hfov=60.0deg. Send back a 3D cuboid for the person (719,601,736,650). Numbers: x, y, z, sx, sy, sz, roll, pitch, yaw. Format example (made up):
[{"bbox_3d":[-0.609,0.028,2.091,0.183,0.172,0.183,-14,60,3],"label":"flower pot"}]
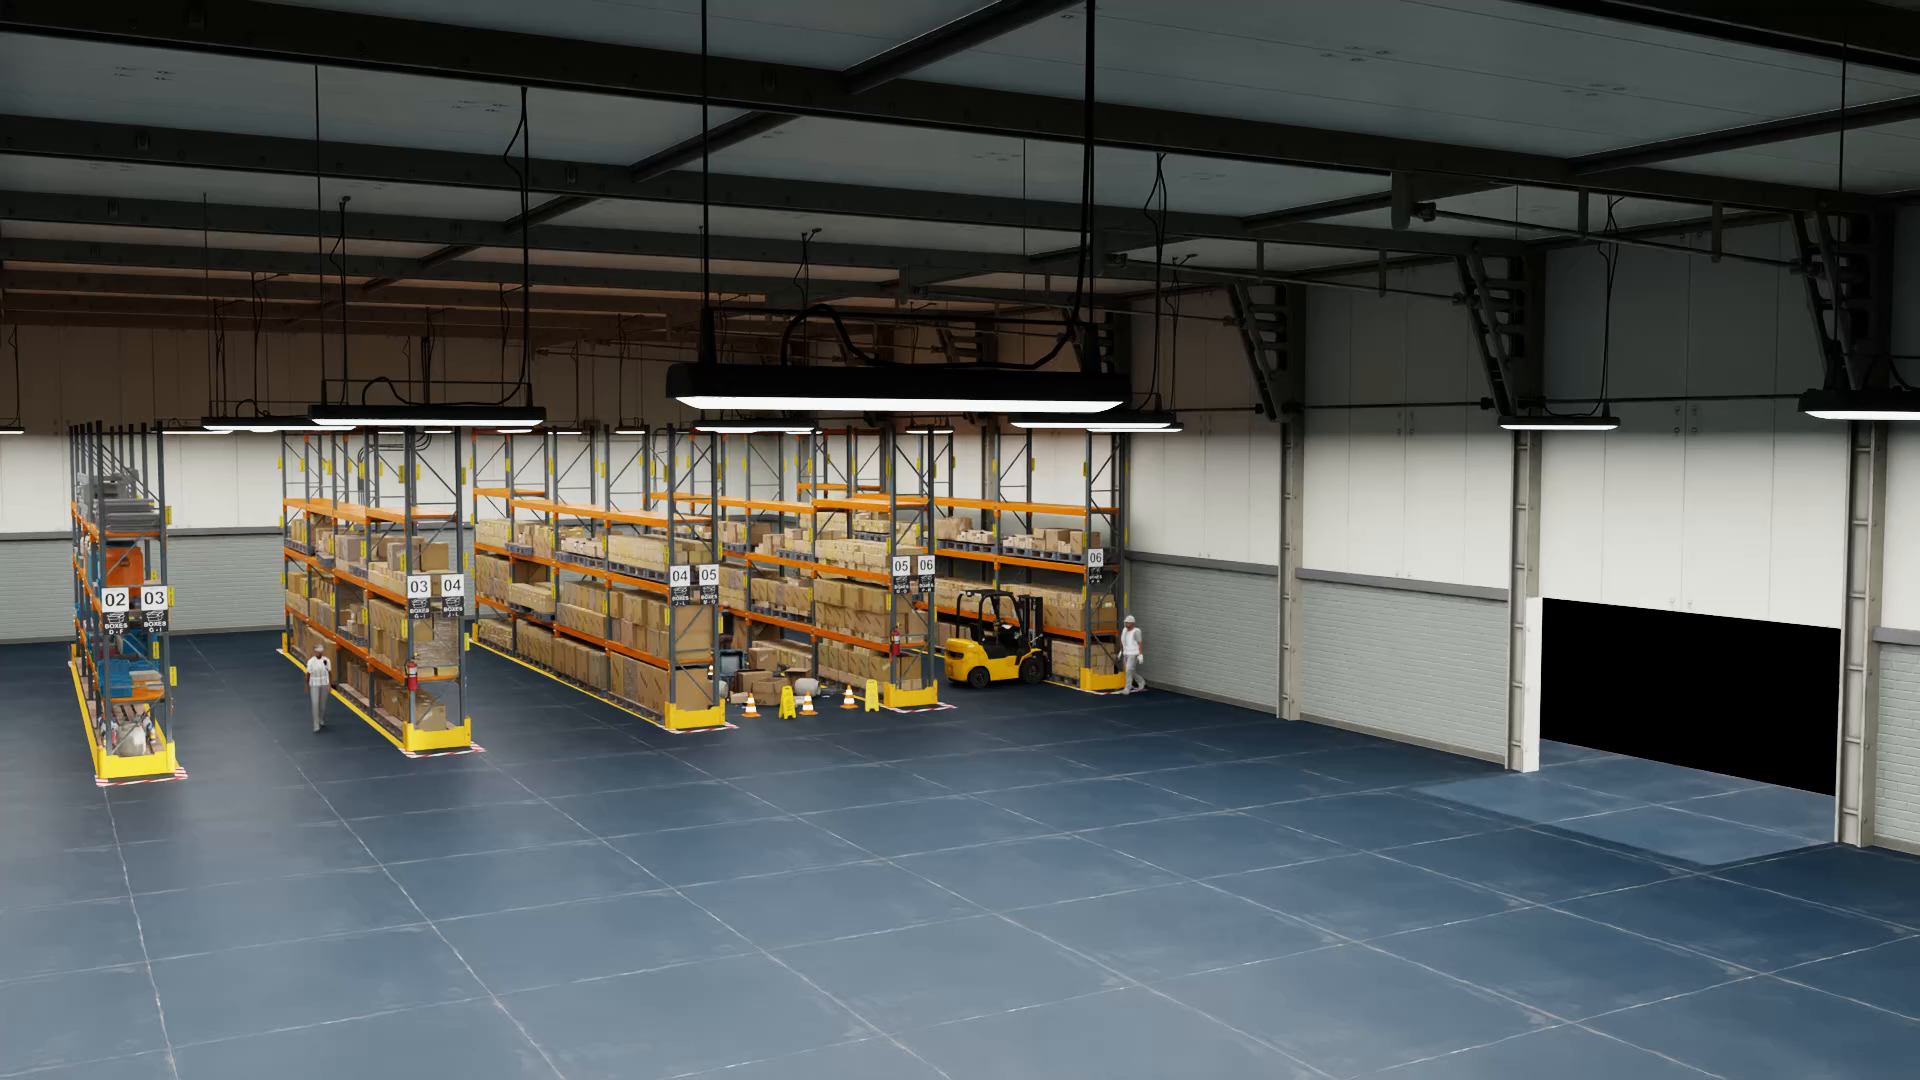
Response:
[{"bbox_3d":[-5.722,2.356,40.456,0.575,1.714,0.429,-2,4,-34],"label":"person"}]

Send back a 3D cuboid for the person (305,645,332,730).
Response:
[{"bbox_3d":[-12.592,2.865,32.707,0.475,1.625,0.913,-3,4,-36],"label":"person"}]

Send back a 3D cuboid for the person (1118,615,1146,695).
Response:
[{"bbox_3d":[3.849,2.558,37.062,0.852,1.775,0.656,-2,4,-27],"label":"person"}]
